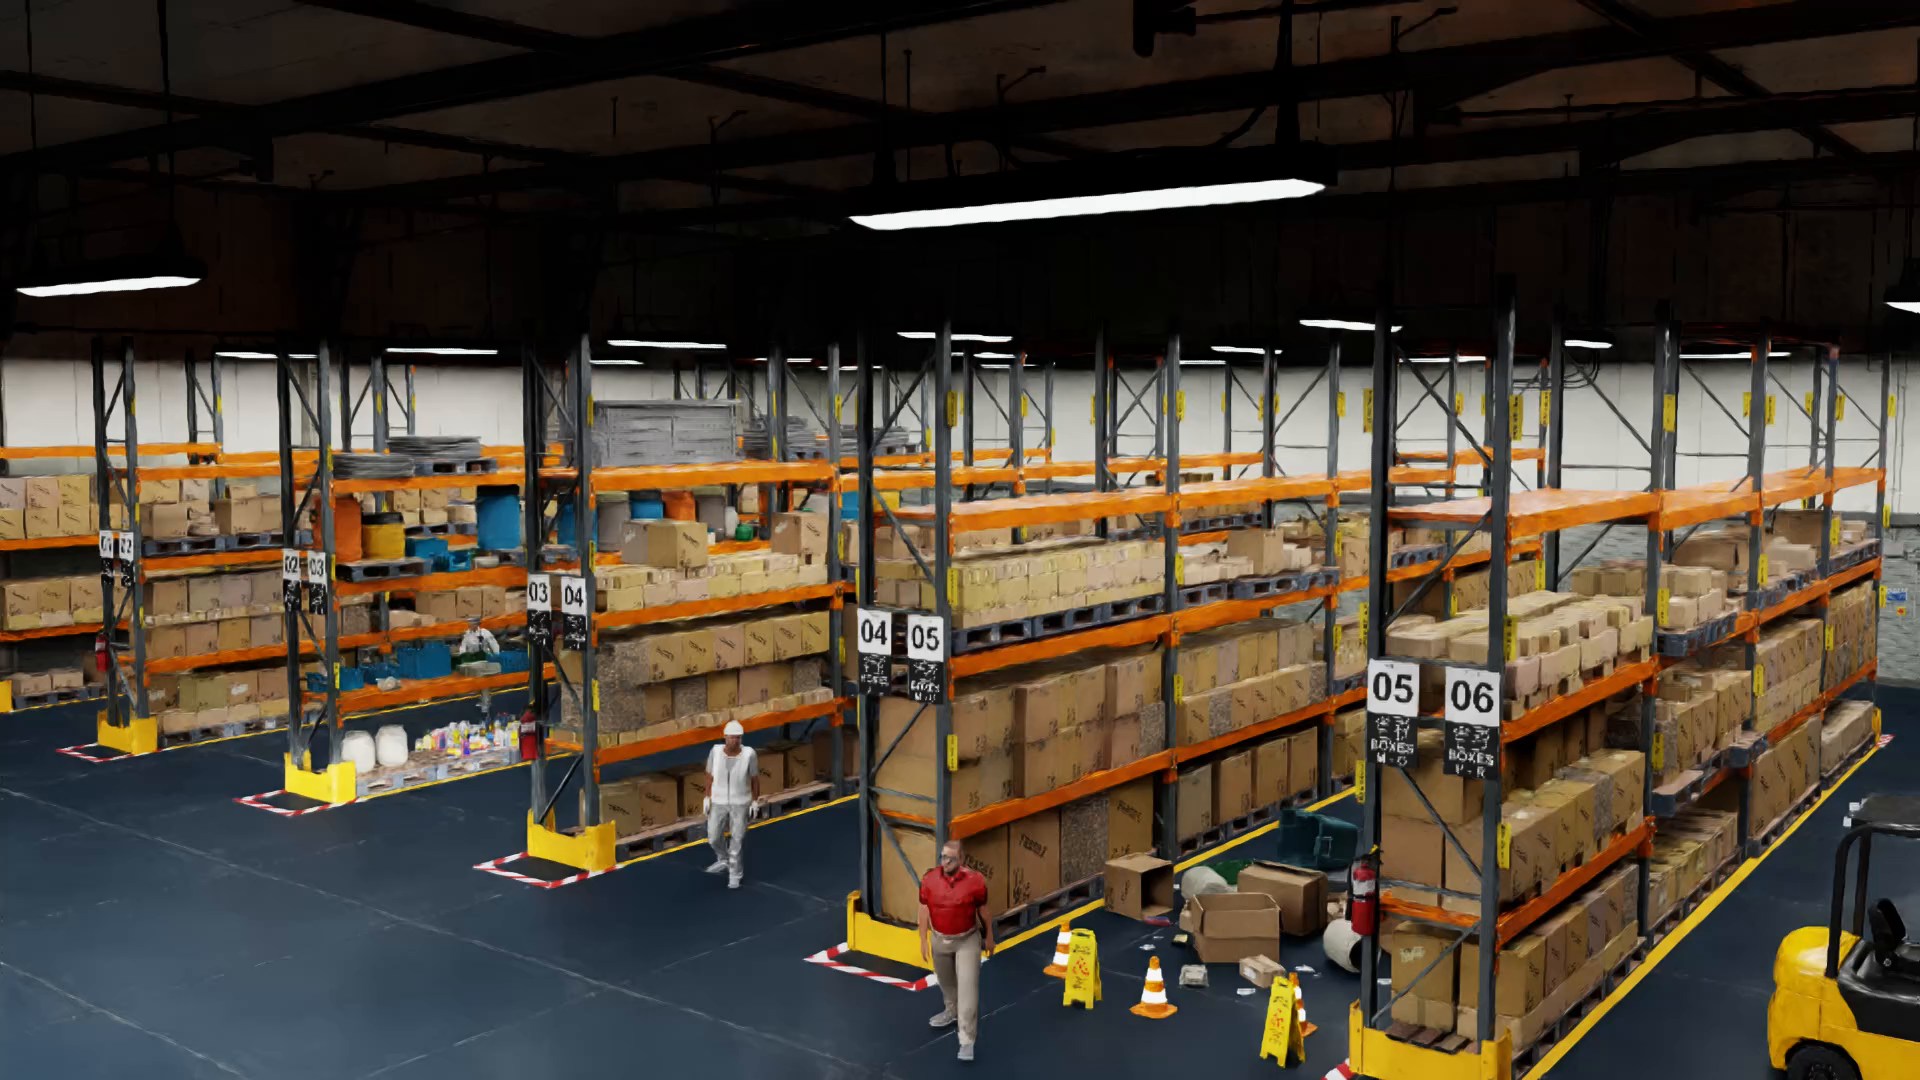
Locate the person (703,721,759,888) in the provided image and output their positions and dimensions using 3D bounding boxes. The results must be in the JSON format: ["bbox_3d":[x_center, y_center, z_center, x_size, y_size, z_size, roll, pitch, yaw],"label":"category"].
[{"bbox_3d":[-2.412,2.758,17.560,0.601,1.774,0.574,0,5,3],"label":"person"}]

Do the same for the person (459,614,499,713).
[{"bbox_3d":[-7.828,1.987,27.213,0.638,1.603,0.814,2,5,21],"label":"person"}]

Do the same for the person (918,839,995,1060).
[{"bbox_3d":[-0.046,3.185,13.208,0.586,1.679,0.974,1,5,15],"label":"person"}]
